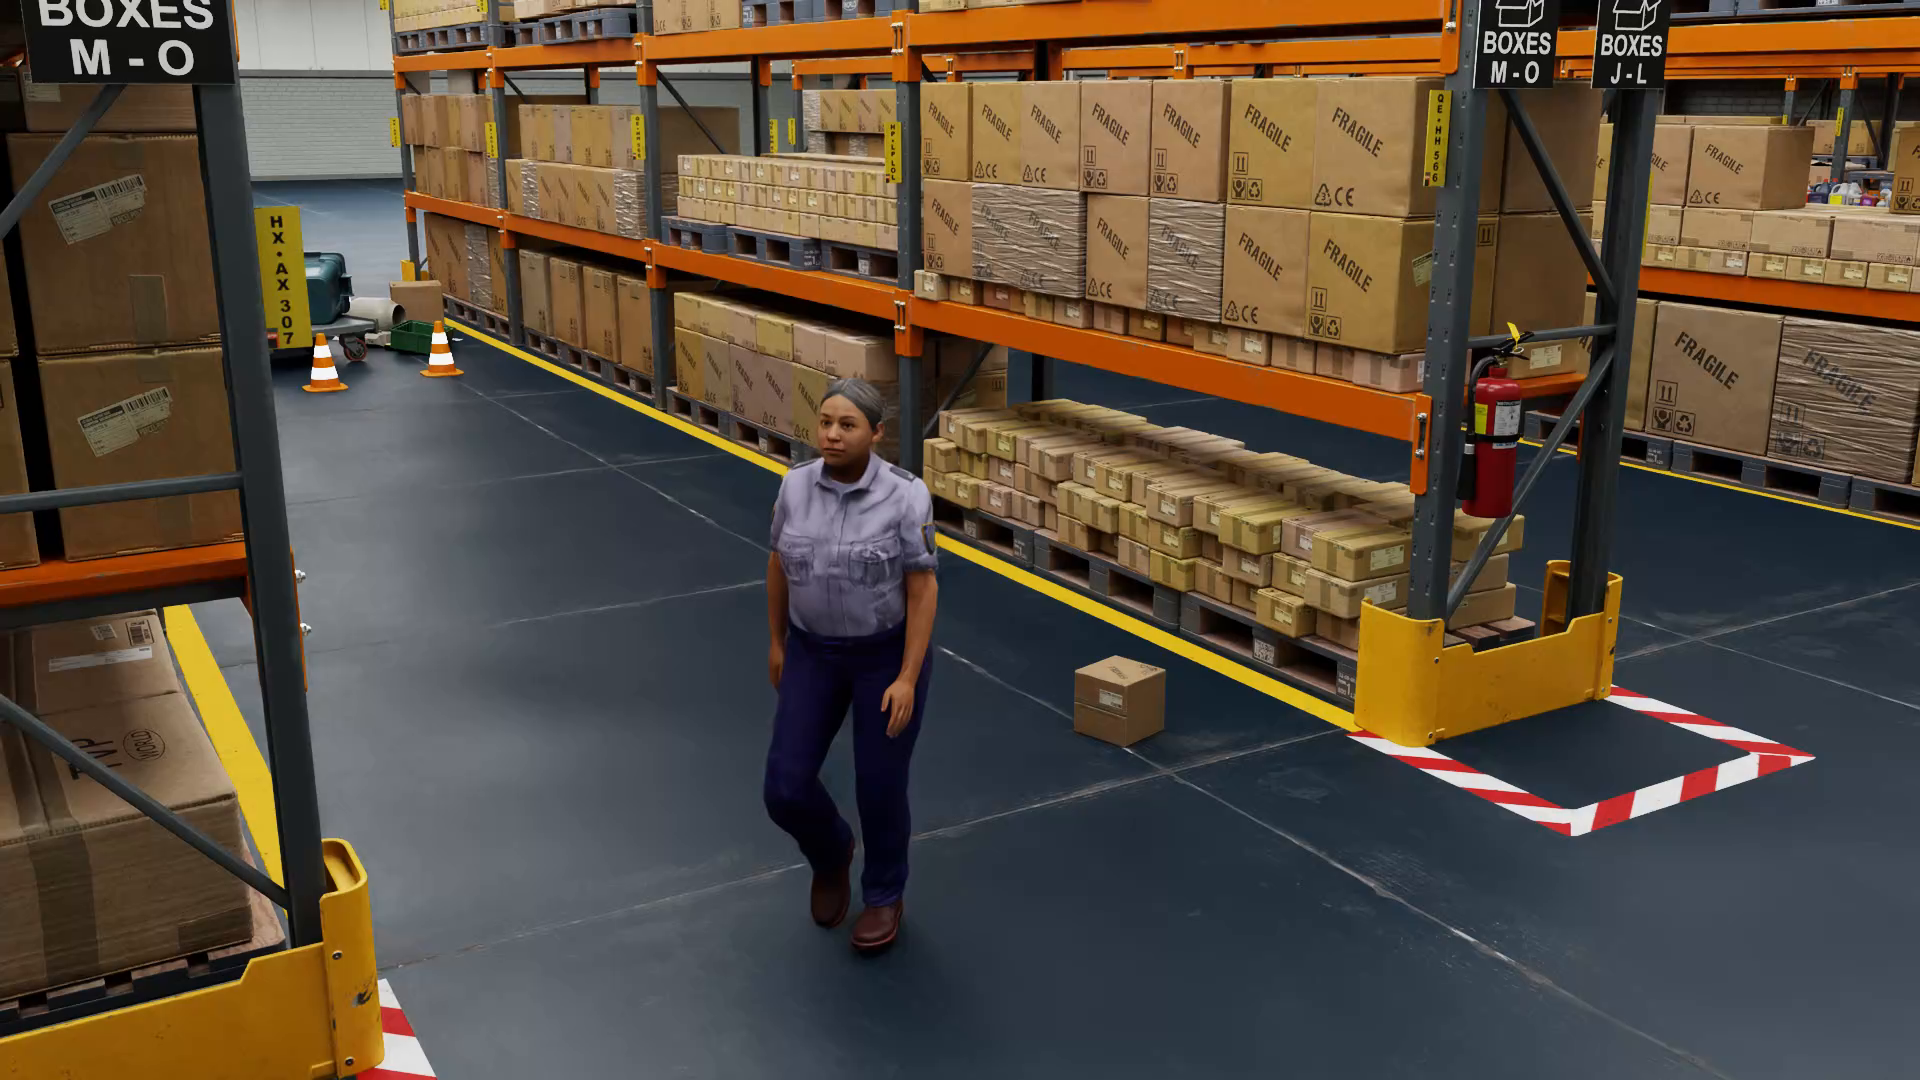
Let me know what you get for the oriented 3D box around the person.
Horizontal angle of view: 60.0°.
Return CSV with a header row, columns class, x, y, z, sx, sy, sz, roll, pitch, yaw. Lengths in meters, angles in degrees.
class,x,y,z,sx,sy,sz,roll,pitch,yaw
person,-0.317,0.363,4.638,0.540,1.648,0.446,3,15,12
